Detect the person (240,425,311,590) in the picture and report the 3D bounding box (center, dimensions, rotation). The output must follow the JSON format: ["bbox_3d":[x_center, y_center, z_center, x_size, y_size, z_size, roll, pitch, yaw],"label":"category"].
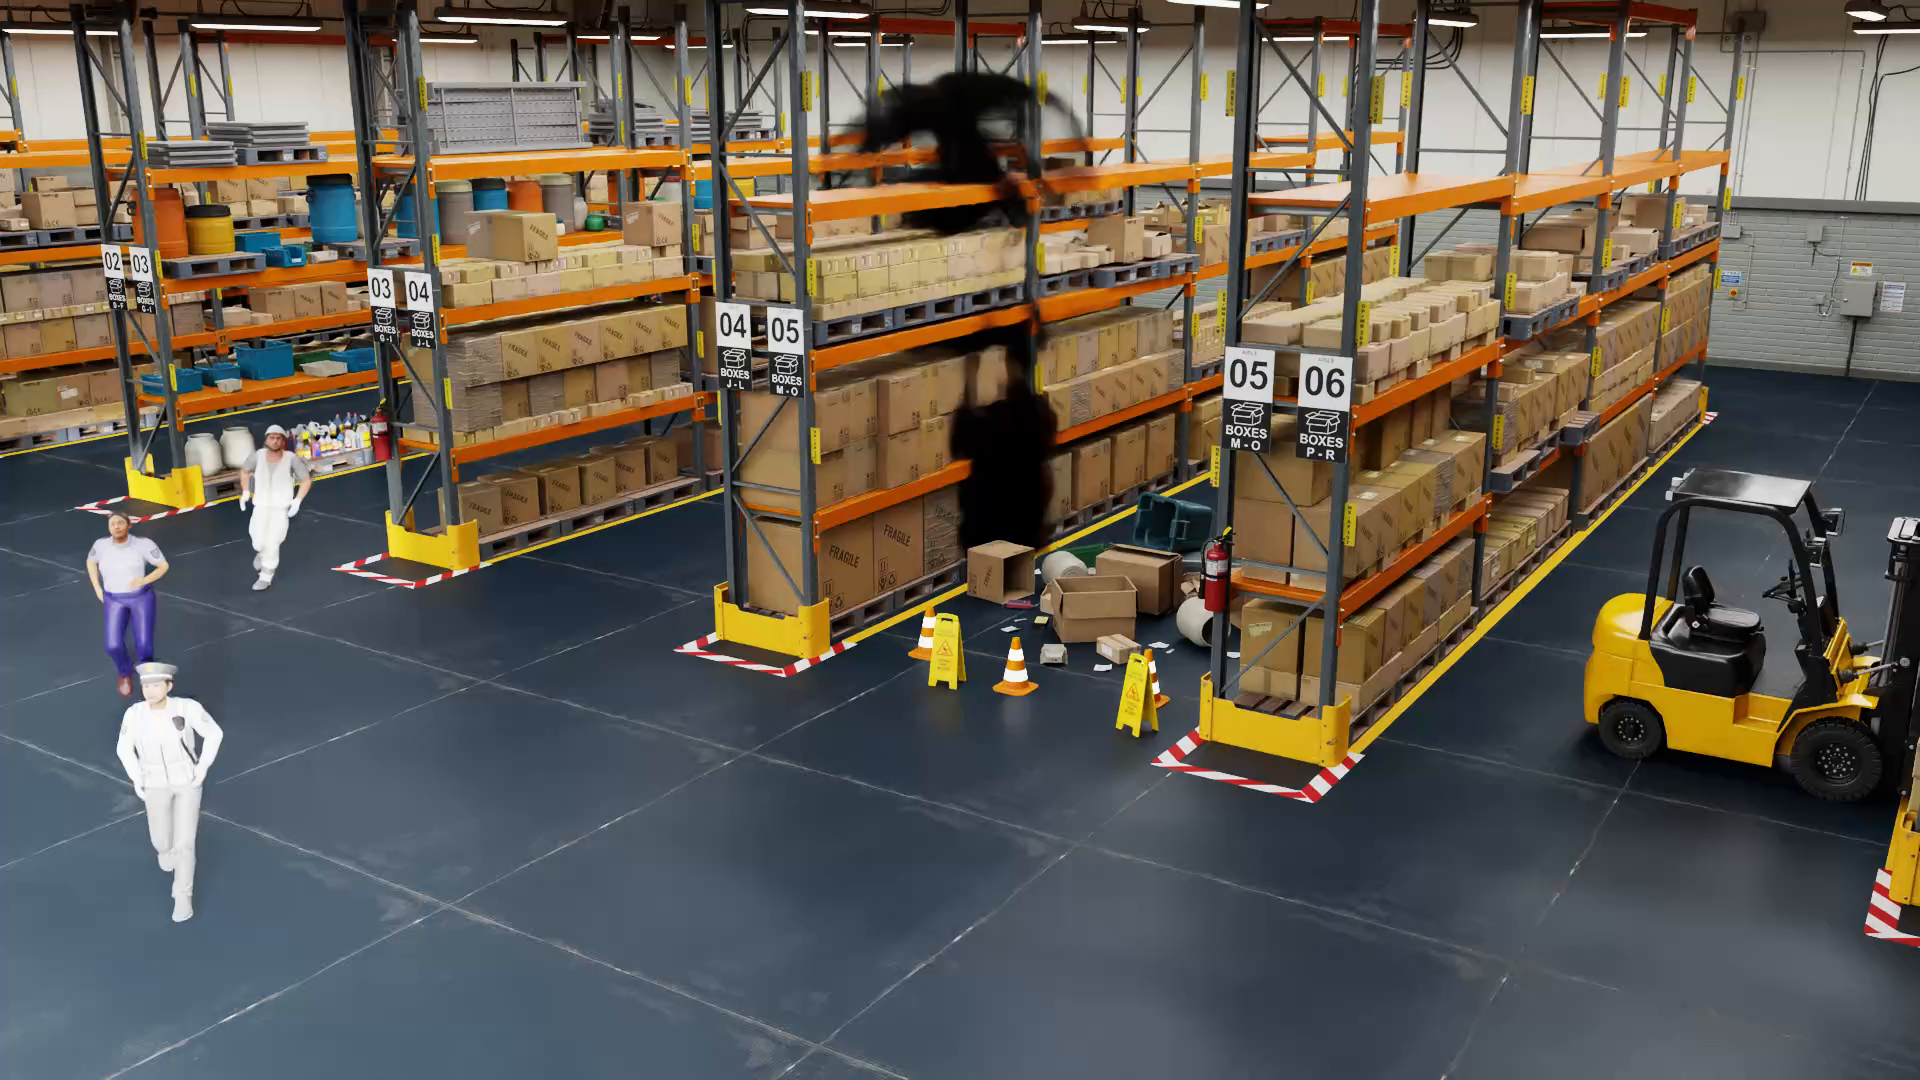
[{"bbox_3d":[-7.111,-0.354,17.316,0.703,1.710,0.534,-3,16,-12],"label":"person"}]

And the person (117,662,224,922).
[{"bbox_3d":[-5.025,1.536,10.650,0.622,1.681,0.683,-5,16,-16],"label":"person"}]

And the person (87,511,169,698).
[{"bbox_3d":[-7.085,0.551,14.209,0.663,1.642,0.593,-4,16,-15],"label":"person"}]

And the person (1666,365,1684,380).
[{"bbox_3d":[11.716,-3.049,27.110,0.713,1.681,0.596,-8,18,-27],"label":"person"}]
